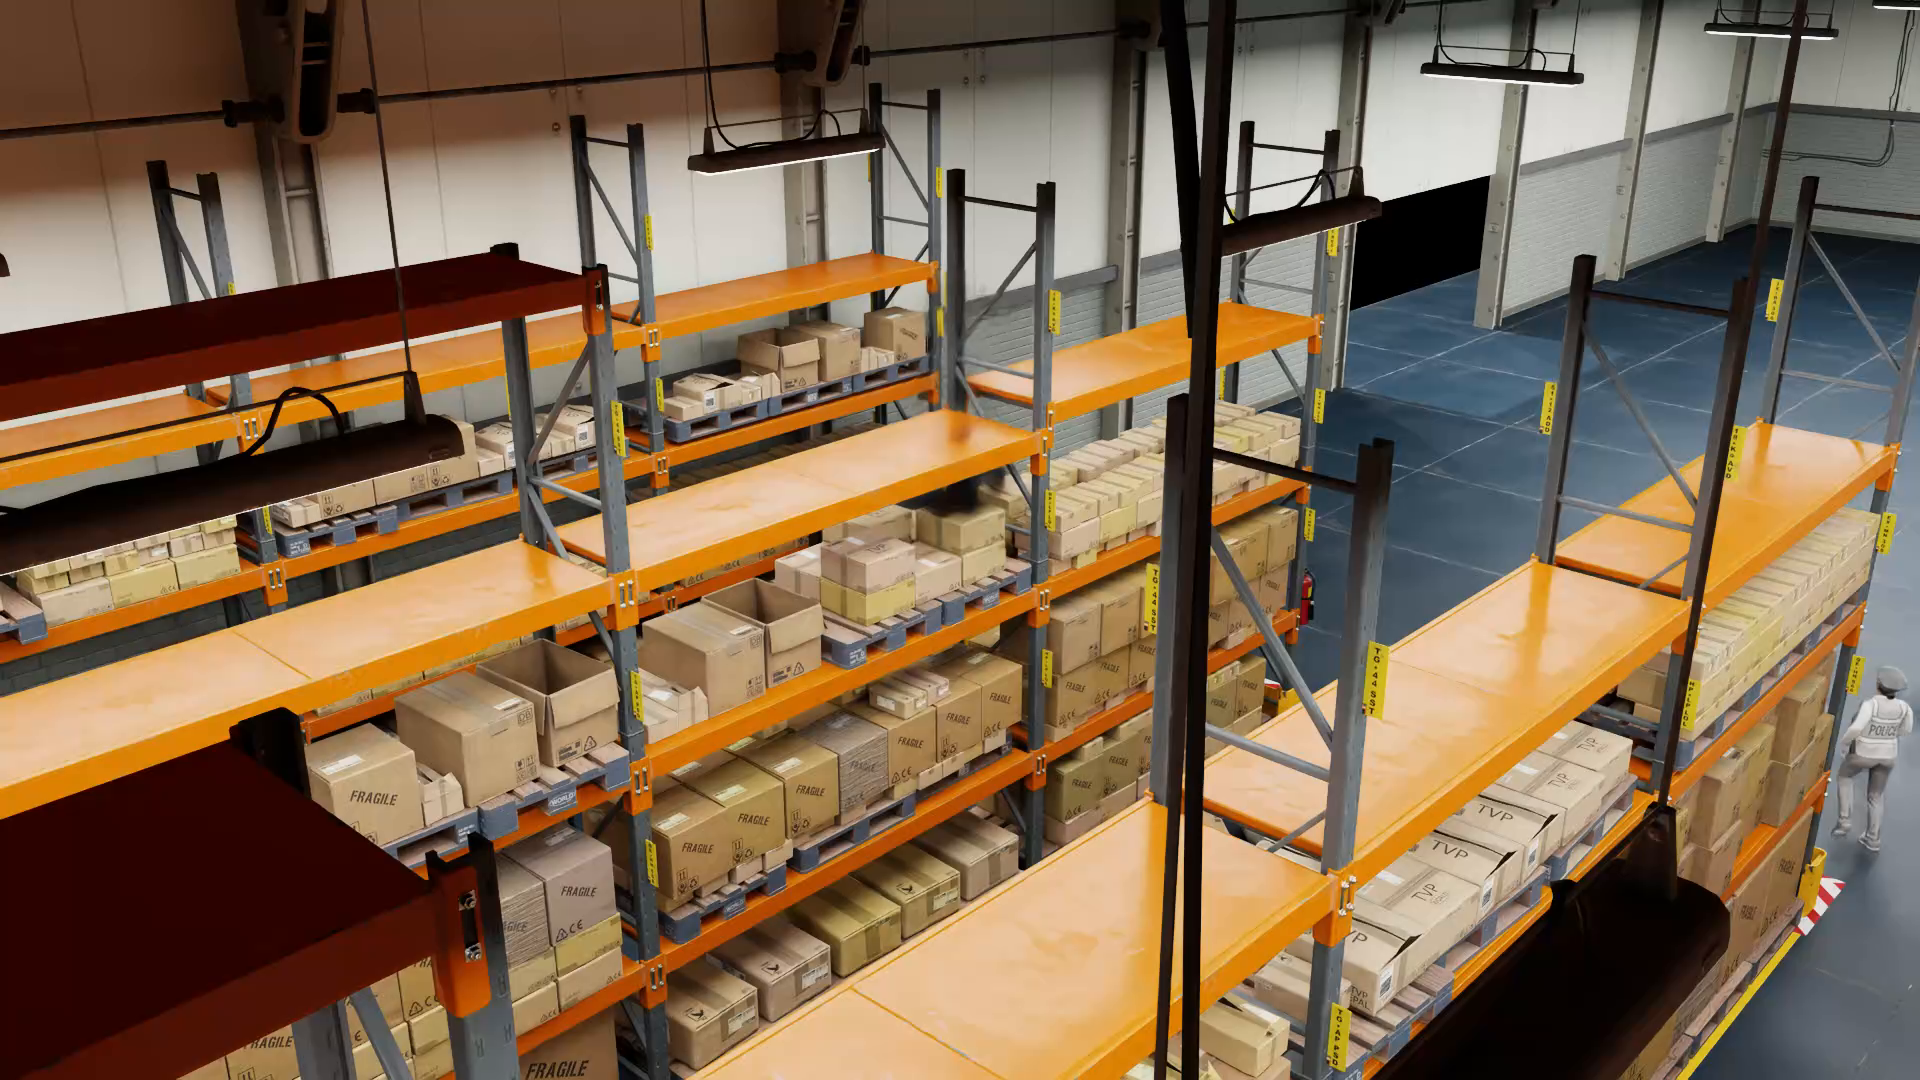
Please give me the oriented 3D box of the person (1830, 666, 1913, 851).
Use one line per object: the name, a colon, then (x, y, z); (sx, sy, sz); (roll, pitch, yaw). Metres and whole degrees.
person: (8.065, 1.918, 14.764); (0.635, 1.721, 0.681); (2, 21, 6)
